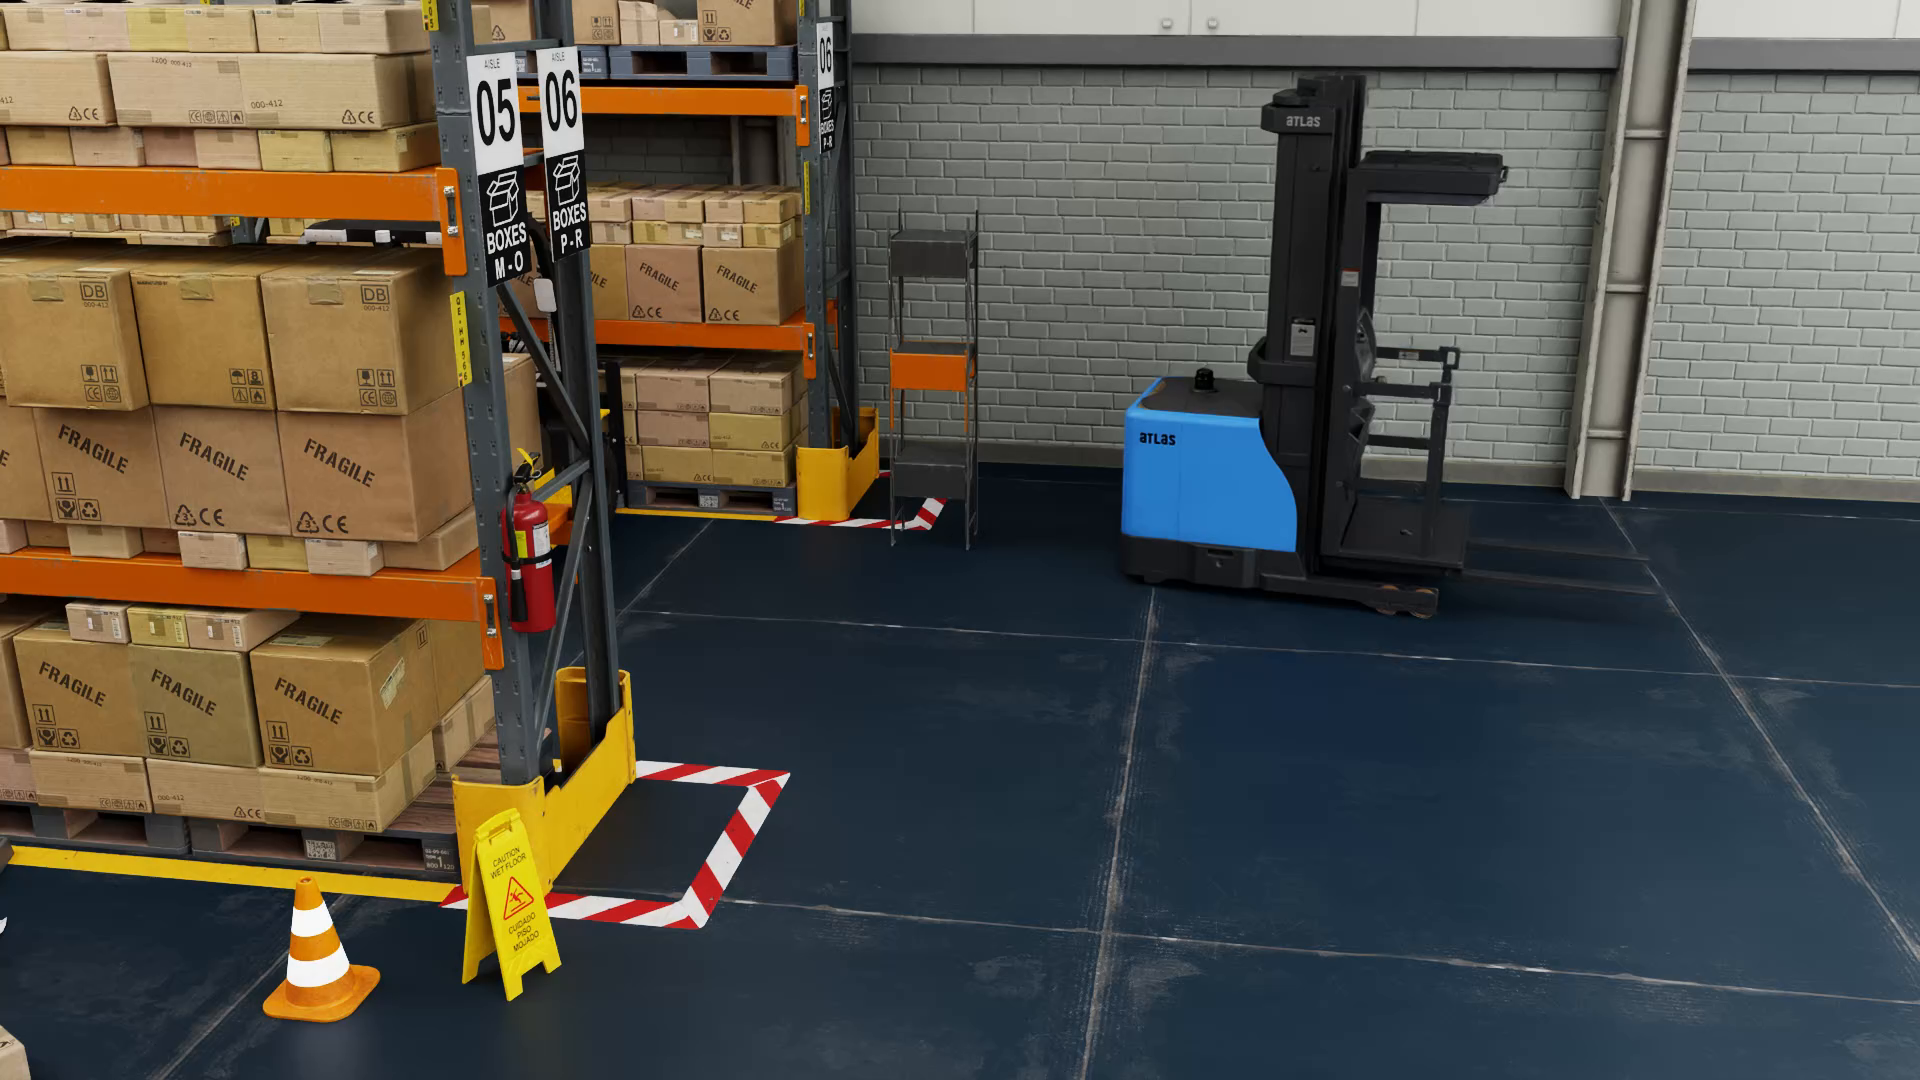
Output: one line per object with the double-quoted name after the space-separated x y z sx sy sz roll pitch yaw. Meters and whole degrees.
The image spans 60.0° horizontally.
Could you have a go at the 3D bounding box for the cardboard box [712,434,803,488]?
-1.383 -0.558 11.414 0.500 0.250 0.500 3 19 9 "cardboard box"

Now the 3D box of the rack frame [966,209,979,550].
0.078 -0.992 10.458 0.015 2.100 0.400 3 19 9 "rack frame"

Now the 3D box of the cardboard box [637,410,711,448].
-1.893 -0.825 11.425 0.500 0.250 0.500 3 19 8 "cardboard box"

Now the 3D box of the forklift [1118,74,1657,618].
2.529 -1.133 9.569 3.031 2.935 1.130 6 19 17 "forklift"

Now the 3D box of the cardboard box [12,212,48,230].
-6.457 -2.297 11.760 0.250 0.149 0.380 3 19 9 "cardboard box"

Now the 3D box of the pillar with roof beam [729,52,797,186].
-2.096 -3.551 7.235 0.400 9.000 9.100 3 19 9 "pillar with roof beam"

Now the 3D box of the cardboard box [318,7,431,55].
-2.033 -1.788 5.833 0.250 0.149 0.380 3 19 9 "cardboard box"

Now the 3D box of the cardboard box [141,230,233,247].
-5.344 -2.050 11.650 0.500 0.250 0.500 3 19 7 "cardboard box"

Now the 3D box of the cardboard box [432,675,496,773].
-2.405 0.795 7.371 0.500 0.250 0.500 3 19 8 "cardboard box"

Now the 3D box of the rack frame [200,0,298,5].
-4.818 -4.784 10.919 0.127 3.000 1.000 3 19 9 "rack frame"

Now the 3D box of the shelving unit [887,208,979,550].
-0.163 -1.004 10.495 0.503 2.100 0.431 3 19 9 "shelving unit"

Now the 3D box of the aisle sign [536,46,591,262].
-1.542 -1.509 6.489 0.004 0.787 0.394 3 19 9 "aisle sign"

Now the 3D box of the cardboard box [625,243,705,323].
-1.907 -1.757 11.168 0.500 0.500 0.500 4 19 10 "cardboard box"

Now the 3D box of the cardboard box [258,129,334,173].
-2.300 -1.418 5.983 0.250 0.149 0.380 3 19 9 "cardboard box"

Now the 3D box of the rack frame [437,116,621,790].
-1.653 -0.182 6.621 0.127 3.000 1.000 3 19 9 "rack frame"

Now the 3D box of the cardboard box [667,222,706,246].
-1.759 -2.058 11.047 0.250 0.149 0.380 3 19 10 "cardboard box"

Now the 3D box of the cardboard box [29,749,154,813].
-3.521 0.913 7.019 0.500 0.250 0.500 2 19 7 "cardboard box"

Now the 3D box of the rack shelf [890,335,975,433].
-0.163 -0.991 10.499 0.480 0.518 0.431 3 19 9 "rack shelf"

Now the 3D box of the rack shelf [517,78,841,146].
-2.844 -2.920 11.208 4.000 0.370 1.077 3 19 9 "rack shelf"

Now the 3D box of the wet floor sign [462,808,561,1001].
-1.635 1.279 5.964 0.232 0.644 0.267 10 21 27 "wet floor sign"

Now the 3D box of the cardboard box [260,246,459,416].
-2.192 -0.802 6.272 0.500 0.500 0.700 2 19 7 "cardboard box"

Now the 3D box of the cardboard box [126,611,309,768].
-3.001 0.583 6.823 0.500 0.500 0.500 4 19 11 "cardboard box"

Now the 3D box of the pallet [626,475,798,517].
-1.631 -0.441 11.787 1.213 0.211 1.003 3 19 9 "pallet"

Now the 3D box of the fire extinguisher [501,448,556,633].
-1.613 0.004 6.185 0.183 0.674 0.296 3 19 9 "fire extinguisher"

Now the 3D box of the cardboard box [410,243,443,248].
-3.405 -1.836 11.406 0.500 0.500 0.500 3 19 8 "cardboard box"

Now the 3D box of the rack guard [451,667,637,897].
-1.728 0.999 7.029 0.348 0.500 1.175 3 19 9 "rack guard"

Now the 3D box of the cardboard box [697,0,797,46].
-1.345 -3.400 10.533 0.500 0.500 0.500 4 19 10 "cardboard box"

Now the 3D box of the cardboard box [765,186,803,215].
-1.167 -2.318 11.354 0.250 0.149 0.380 3 19 8 "cardboard box"

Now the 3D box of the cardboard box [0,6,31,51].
-3.553 -1.855 6.032 0.250 0.149 0.380 3 19 10 "cardboard box"

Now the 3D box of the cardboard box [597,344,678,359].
-2.299 -1.243 11.887 0.500 0.250 0.500 3 19 8 "cardboard box"

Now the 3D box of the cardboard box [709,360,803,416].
-1.373 -1.032 11.257 0.500 0.250 0.500 4 19 10 "cardboard box"

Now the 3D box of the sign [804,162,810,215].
-0.969 -2.230 10.542 0.005 0.325 0.100 3 19 9 "sign"

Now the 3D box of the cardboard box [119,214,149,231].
-5.682 -2.278 11.703 0.250 0.149 0.380 3 19 9 "cardboard box"

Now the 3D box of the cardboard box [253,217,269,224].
-5.131 -2.379 12.006 0.250 0.149 0.380 2 19 7 "cardboard box"

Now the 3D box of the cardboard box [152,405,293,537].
-2.726 -0.339 6.461 0.500 0.500 0.500 3 19 9 "cardboard box"

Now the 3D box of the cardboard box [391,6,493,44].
-1.971 -1.946 6.303 0.250 0.149 0.380 3 19 8 "cardboard box"

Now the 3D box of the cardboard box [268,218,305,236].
-4.545 -2.196 11.458 0.250 0.149 0.380 3 19 8 "cardboard box"

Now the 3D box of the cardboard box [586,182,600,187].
-2.689 -2.404 11.613 0.250 0.149 0.380 3 19 9 "cardboard box"

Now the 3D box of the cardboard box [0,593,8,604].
-4.174 0.235 6.840 0.250 0.149 0.380 4 19 12 "cardboard box"

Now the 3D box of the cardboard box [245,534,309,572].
-2.573 -0.013 6.510 0.250 0.149 0.380 3 19 8 "cardboard box"

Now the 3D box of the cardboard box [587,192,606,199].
-2.532 -2.219 11.058 0.250 0.149 0.380 3 19 10 "cardboard box"

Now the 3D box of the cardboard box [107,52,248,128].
-2.695 -1.646 6.036 0.500 0.250 0.500 3 19 8 "cardboard box"

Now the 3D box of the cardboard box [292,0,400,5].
-4.036 -3.448 10.973 0.500 0.311 0.500 3 19 10 "cardboard box"

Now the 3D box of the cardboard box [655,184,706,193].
-1.925 -2.367 11.502 0.250 0.149 0.380 3 19 9 "cardboard box"

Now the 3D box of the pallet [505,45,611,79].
-2.771 -3.223 11.119 1.213 0.211 1.003 3 19 9 "pallet"

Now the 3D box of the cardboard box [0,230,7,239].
-6.852 -2.132 11.896 0.500 0.250 0.500 3 19 9 "cardboard box"

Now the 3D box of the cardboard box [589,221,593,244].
-2.526 -2.079 11.110 0.250 0.149 0.380 3 19 9 "cardboard box"

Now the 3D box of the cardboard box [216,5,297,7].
-2.696 -2.021 6.529 0.250 0.149 0.380 3 19 8 "cardboard box"

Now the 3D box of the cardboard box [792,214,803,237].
-1.163 -2.191 11.444 0.250 0.149 0.380 2 19 7 "cardboard box"

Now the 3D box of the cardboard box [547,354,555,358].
-2.877 -1.106 11.479 0.500 0.250 0.500 3 19 8 "cardboard box"

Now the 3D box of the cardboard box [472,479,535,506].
-1.955 -0.145 6.906 0.250 0.149 0.380 3 19 9 "cardboard box"

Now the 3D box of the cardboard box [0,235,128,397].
-3.680 -0.892 6.540 0.500 0.500 0.700 3 19 8 "cardboard box"

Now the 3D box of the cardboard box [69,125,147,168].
-3.050 -1.474 6.149 0.250 0.149 0.380 3 19 8 "cardboard box"

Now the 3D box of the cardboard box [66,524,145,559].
-3.330 -0.058 6.644 0.250 0.149 0.380 3 19 8 "cardboard box"

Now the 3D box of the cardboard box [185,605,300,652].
-2.858 0.303 6.637 0.250 0.149 0.380 3 19 10 "cardboard box"

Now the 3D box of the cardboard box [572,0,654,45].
-2.340 -3.483 10.781 0.500 0.500 0.700 3 19 9 "cardboard box"

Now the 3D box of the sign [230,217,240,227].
-4.895 -2.280 11.190 0.005 0.325 0.100 3 19 9 "sign"

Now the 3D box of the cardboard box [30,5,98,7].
-3.469 -2.032 6.561 0.250 0.149 0.380 3 19 10 "cardboard box"

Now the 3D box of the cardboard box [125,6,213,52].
-2.779 -1.849 6.015 0.250 0.149 0.380 3 19 9 "cardboard box"

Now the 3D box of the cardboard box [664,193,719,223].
-1.767 -2.193 10.982 0.250 0.149 0.380 3 19 10 "cardboard box"
